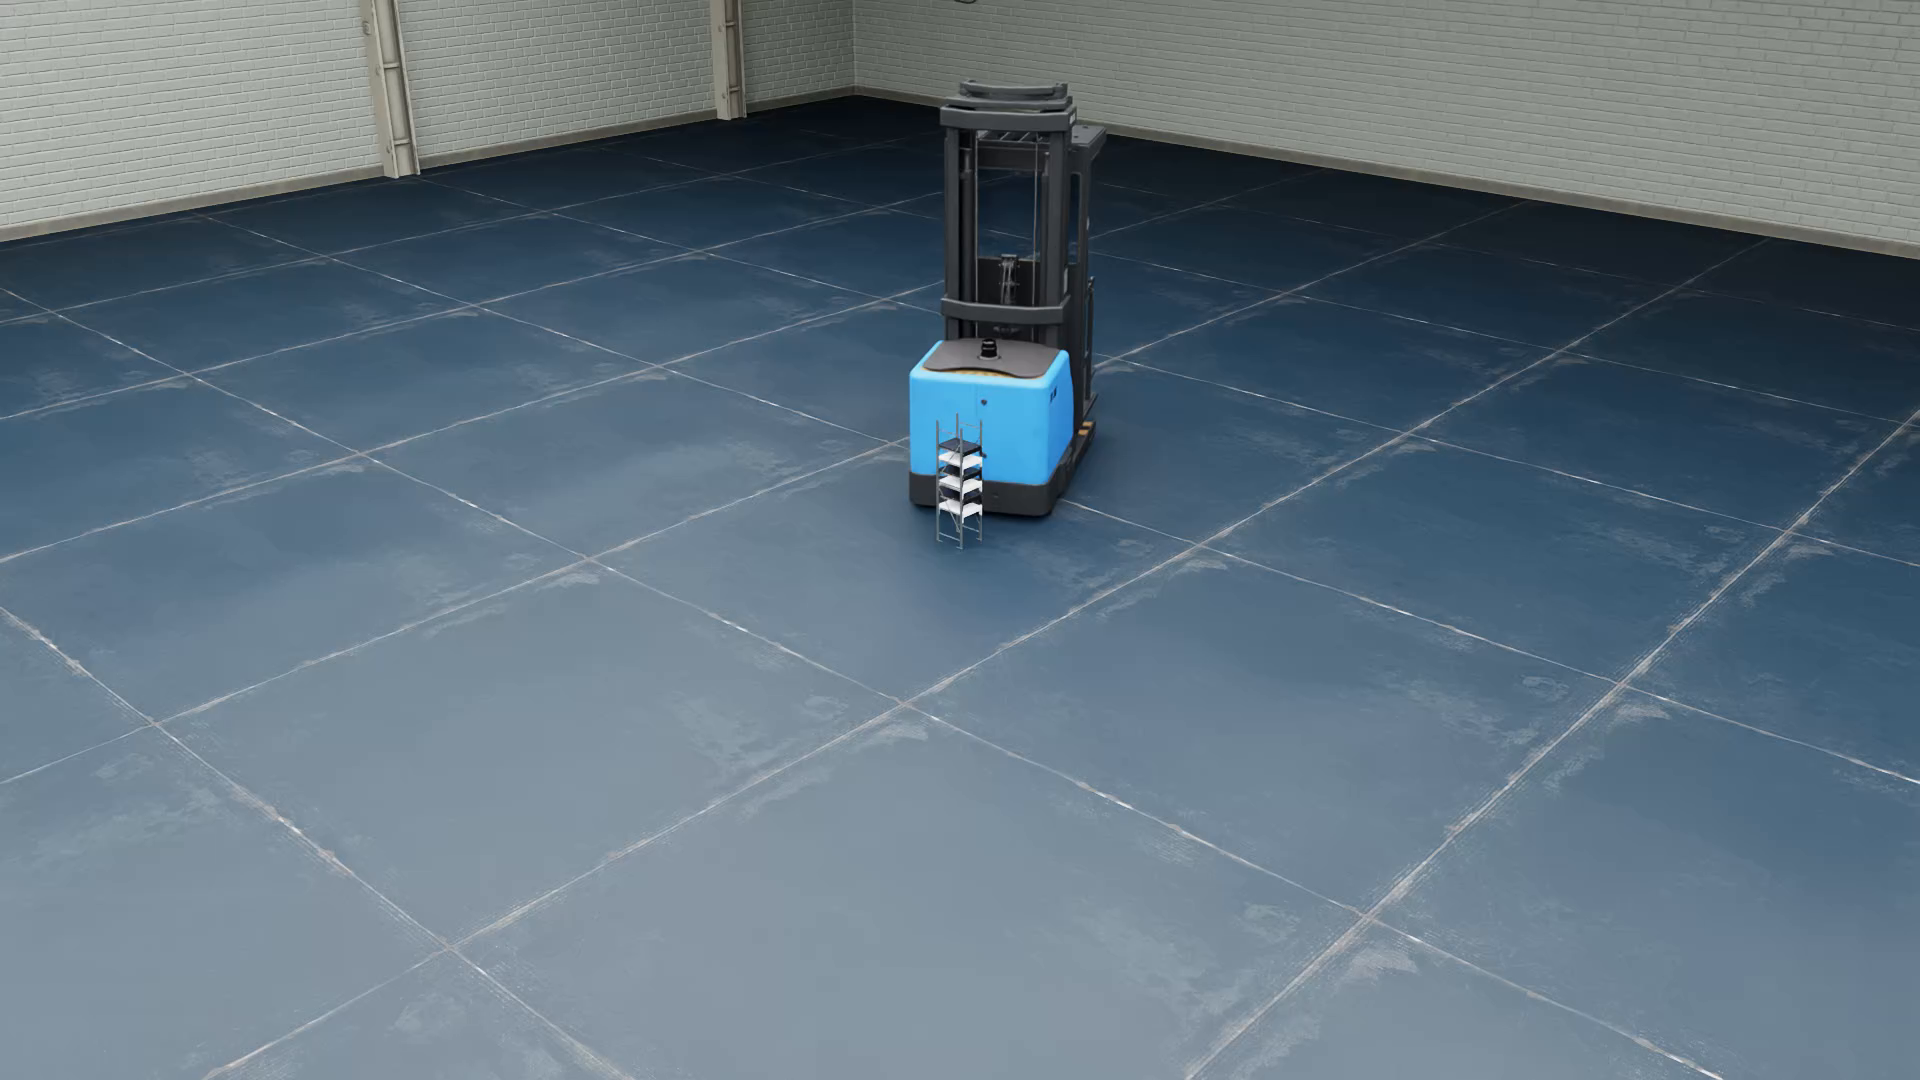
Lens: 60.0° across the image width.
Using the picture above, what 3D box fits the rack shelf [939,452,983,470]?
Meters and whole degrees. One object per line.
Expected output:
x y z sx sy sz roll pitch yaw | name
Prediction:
-0.005 -0.542 11.500 0.258 0.077 0.200 20 31 38 | rack shelf

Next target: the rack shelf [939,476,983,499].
-0.005 -0.378 11.574 0.258 0.077 0.200 20 31 38 | rack shelf

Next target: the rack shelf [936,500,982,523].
-0.005 -0.213 11.648 0.258 0.077 0.200 20 31 38 | rack shelf

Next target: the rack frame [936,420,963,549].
-0.073 -0.377 11.491 0.240 0.900 0.006 20 31 38 | rack frame

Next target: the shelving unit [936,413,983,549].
-0.005 -0.408 11.560 0.258 0.900 0.210 20 31 38 | shelving unit

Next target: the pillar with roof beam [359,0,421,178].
-4.523 -7.992 18.576 9.100 9.000 0.400 20 31 38 | pillar with roof beam

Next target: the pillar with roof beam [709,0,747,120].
-0.518 -9.820 22.653 9.100 9.000 0.400 20 31 38 | pillar with roof beam

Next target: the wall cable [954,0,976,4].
-0.773 -10.115 27.107 3.097 2.526 0.112 20 31 38 | wall cable

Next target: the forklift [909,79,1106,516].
0.484 -2.088 12.824 1.130 2.935 3.031 6 25 13 | forklift

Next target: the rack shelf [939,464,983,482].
-0.005 -0.460 11.537 0.258 0.077 0.200 20 31 38 | rack shelf

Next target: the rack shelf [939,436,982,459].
-0.005 -0.624 11.464 0.258 0.077 0.200 20 31 38 | rack shelf

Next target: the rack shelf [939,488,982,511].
-0.005 -0.296 11.611 0.258 0.077 0.200 20 31 38 | rack shelf

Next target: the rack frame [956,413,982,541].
0.062 -0.439 11.629 0.240 0.900 0.006 20 31 38 | rack frame
